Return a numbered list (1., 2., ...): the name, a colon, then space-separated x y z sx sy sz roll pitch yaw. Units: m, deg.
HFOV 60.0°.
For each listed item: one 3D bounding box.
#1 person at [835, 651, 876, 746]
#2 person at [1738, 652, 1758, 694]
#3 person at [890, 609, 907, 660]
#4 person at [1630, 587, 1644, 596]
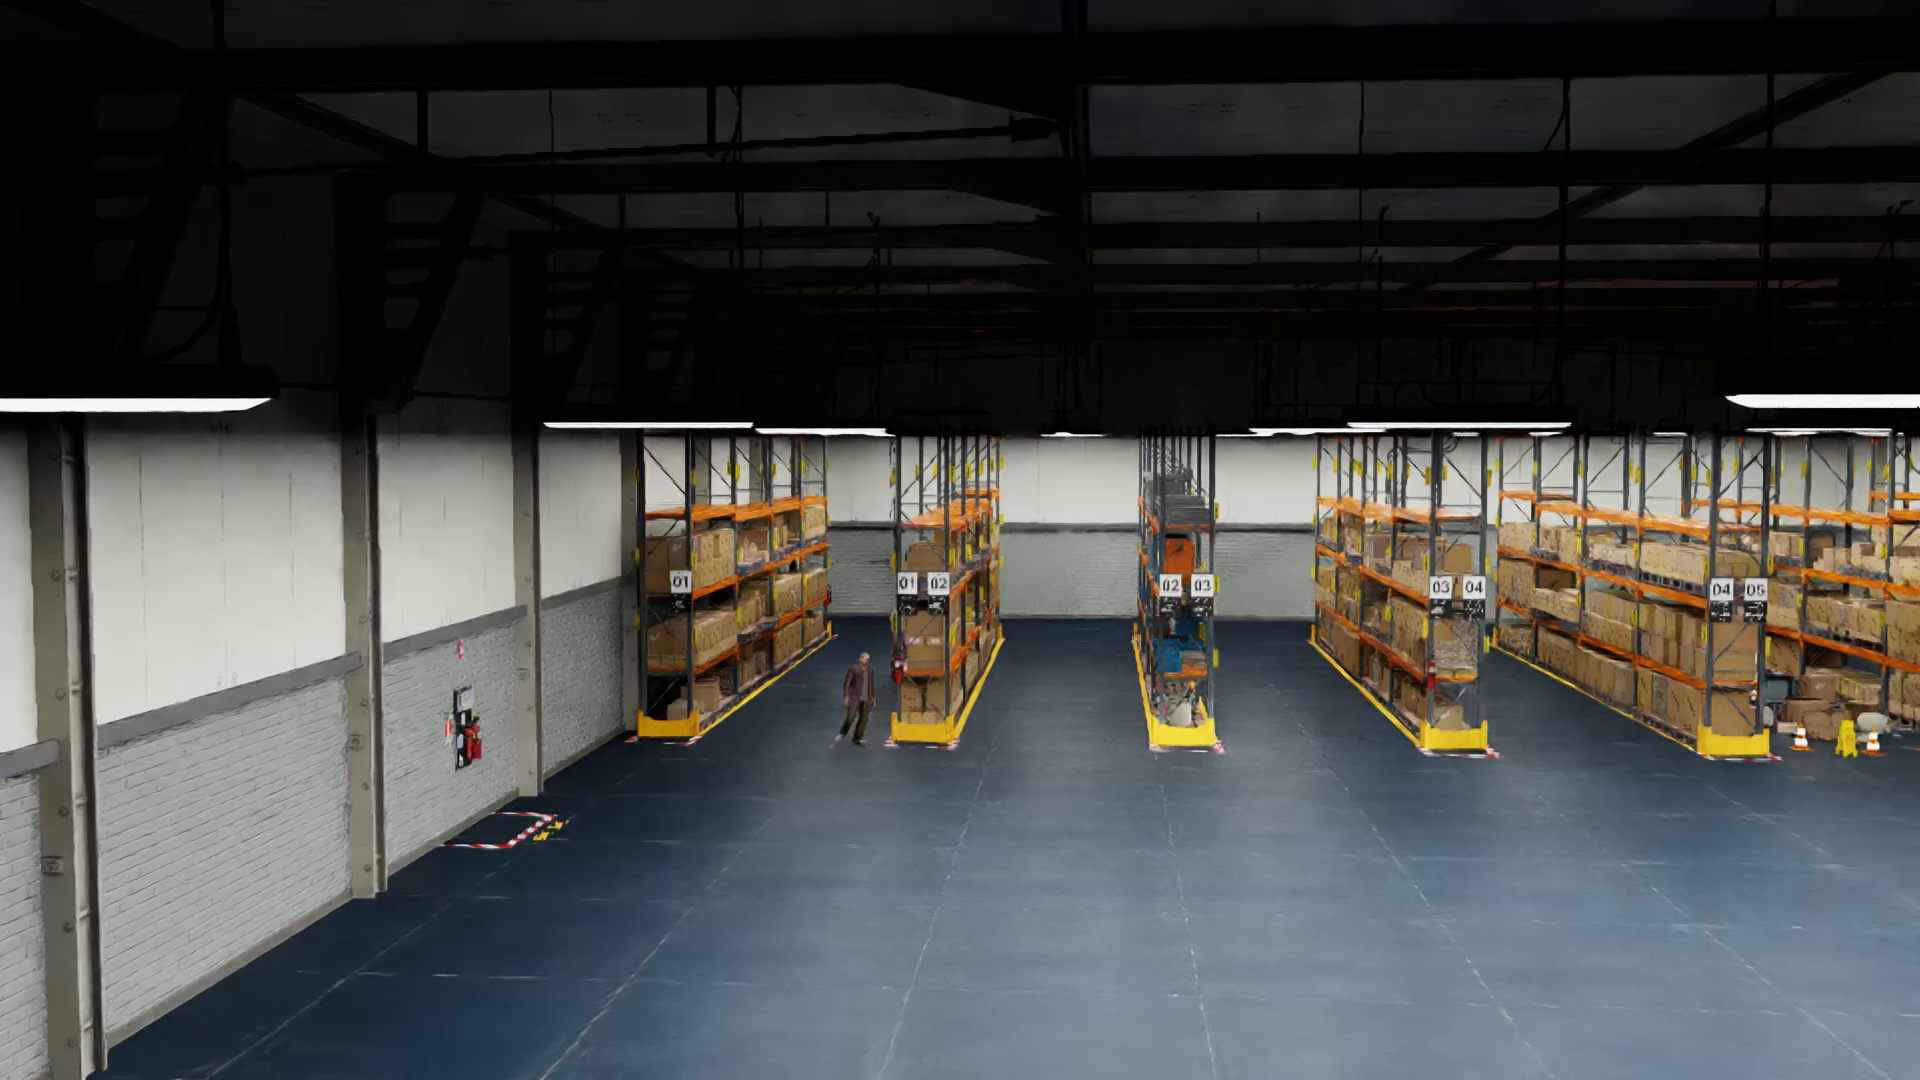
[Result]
1. person: -1.955 2.956 31.084 0.778 1.757 0.569 -2 4 -32
2. person: 17.657 2.545 37.321 0.629 1.773 0.677 2 4 31
3. person: -1.502 2.322 42.722 0.598 1.619 0.507 0 3 3
4. person: 18.761 2.060 46.157 0.545 1.722 0.629 -1 4 -14
